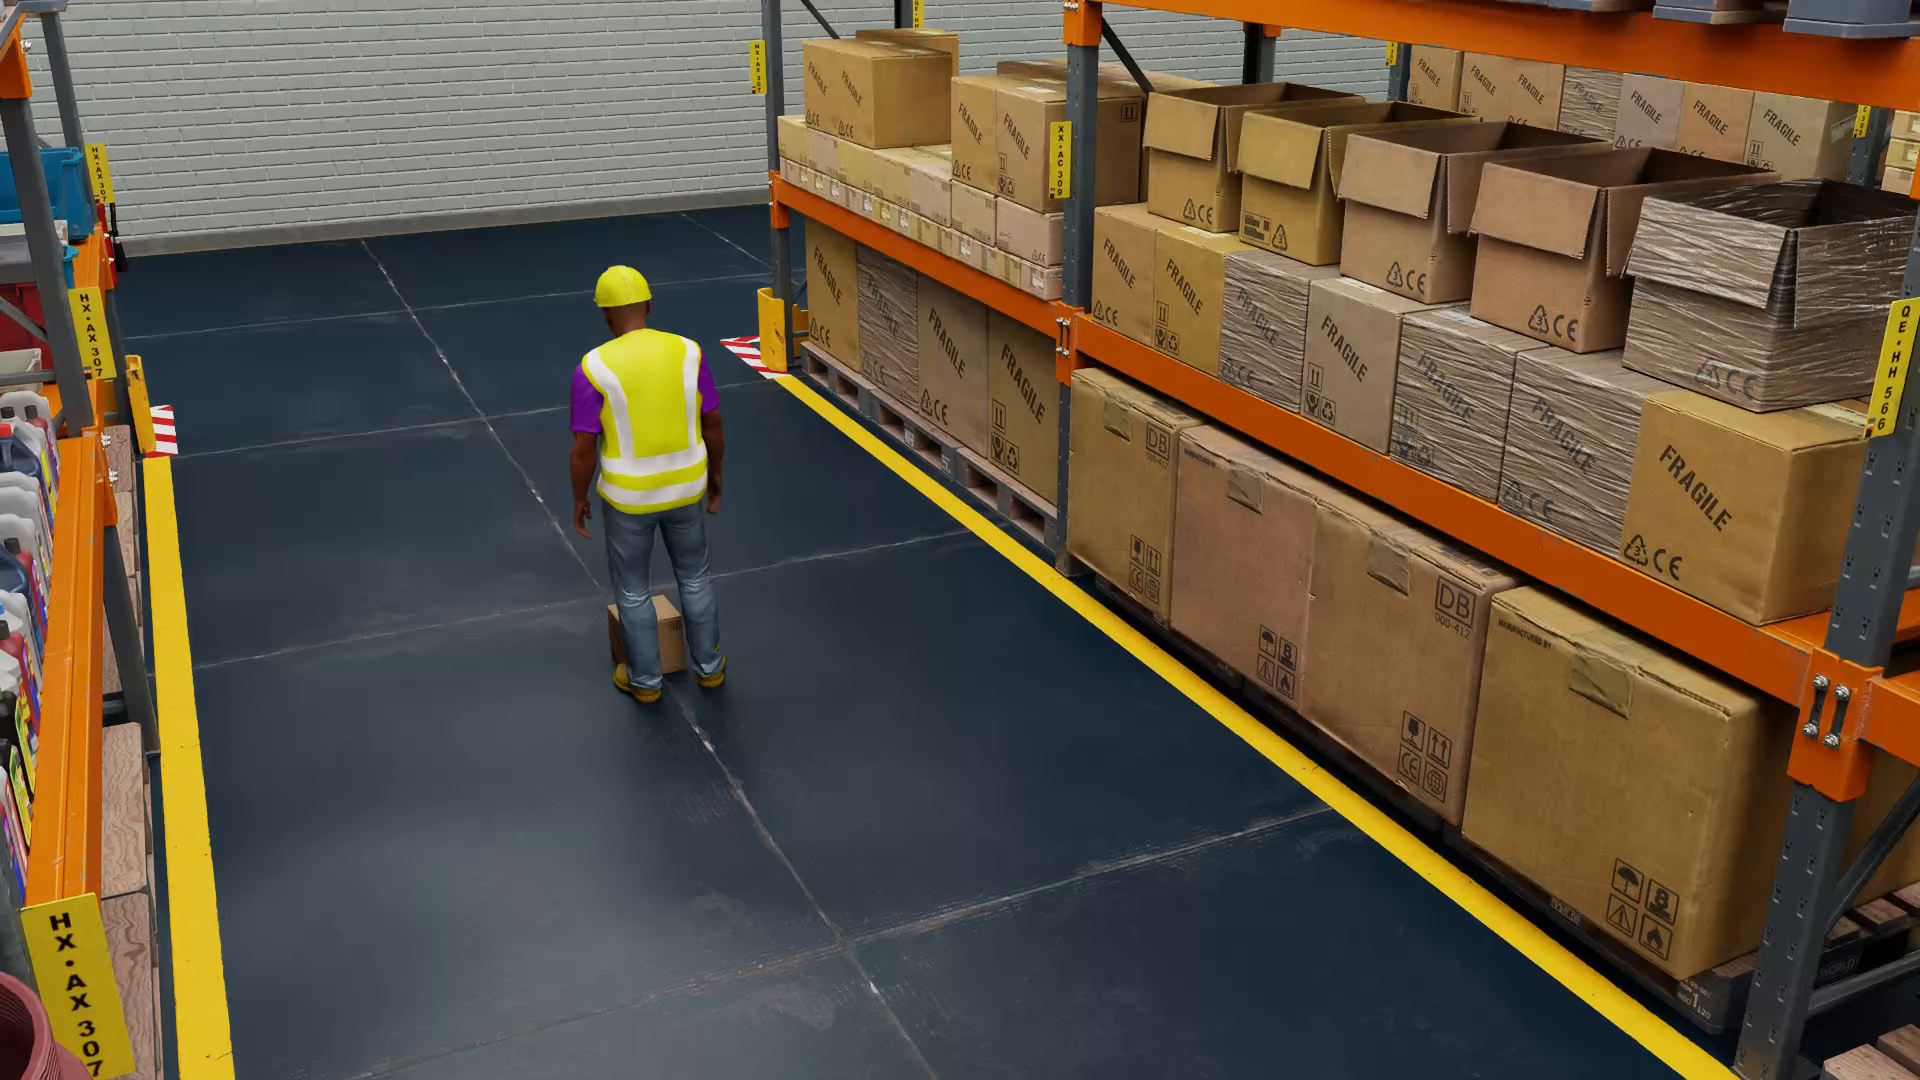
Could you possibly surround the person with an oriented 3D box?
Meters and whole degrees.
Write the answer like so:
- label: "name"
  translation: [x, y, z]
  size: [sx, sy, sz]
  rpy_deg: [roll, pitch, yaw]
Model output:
- label: "person"
  translation: [-1.232, -0.209, 6.584]
  size: [0.634, 1.760, 0.459]
  rpy_deg: [-12, 25, -27]
